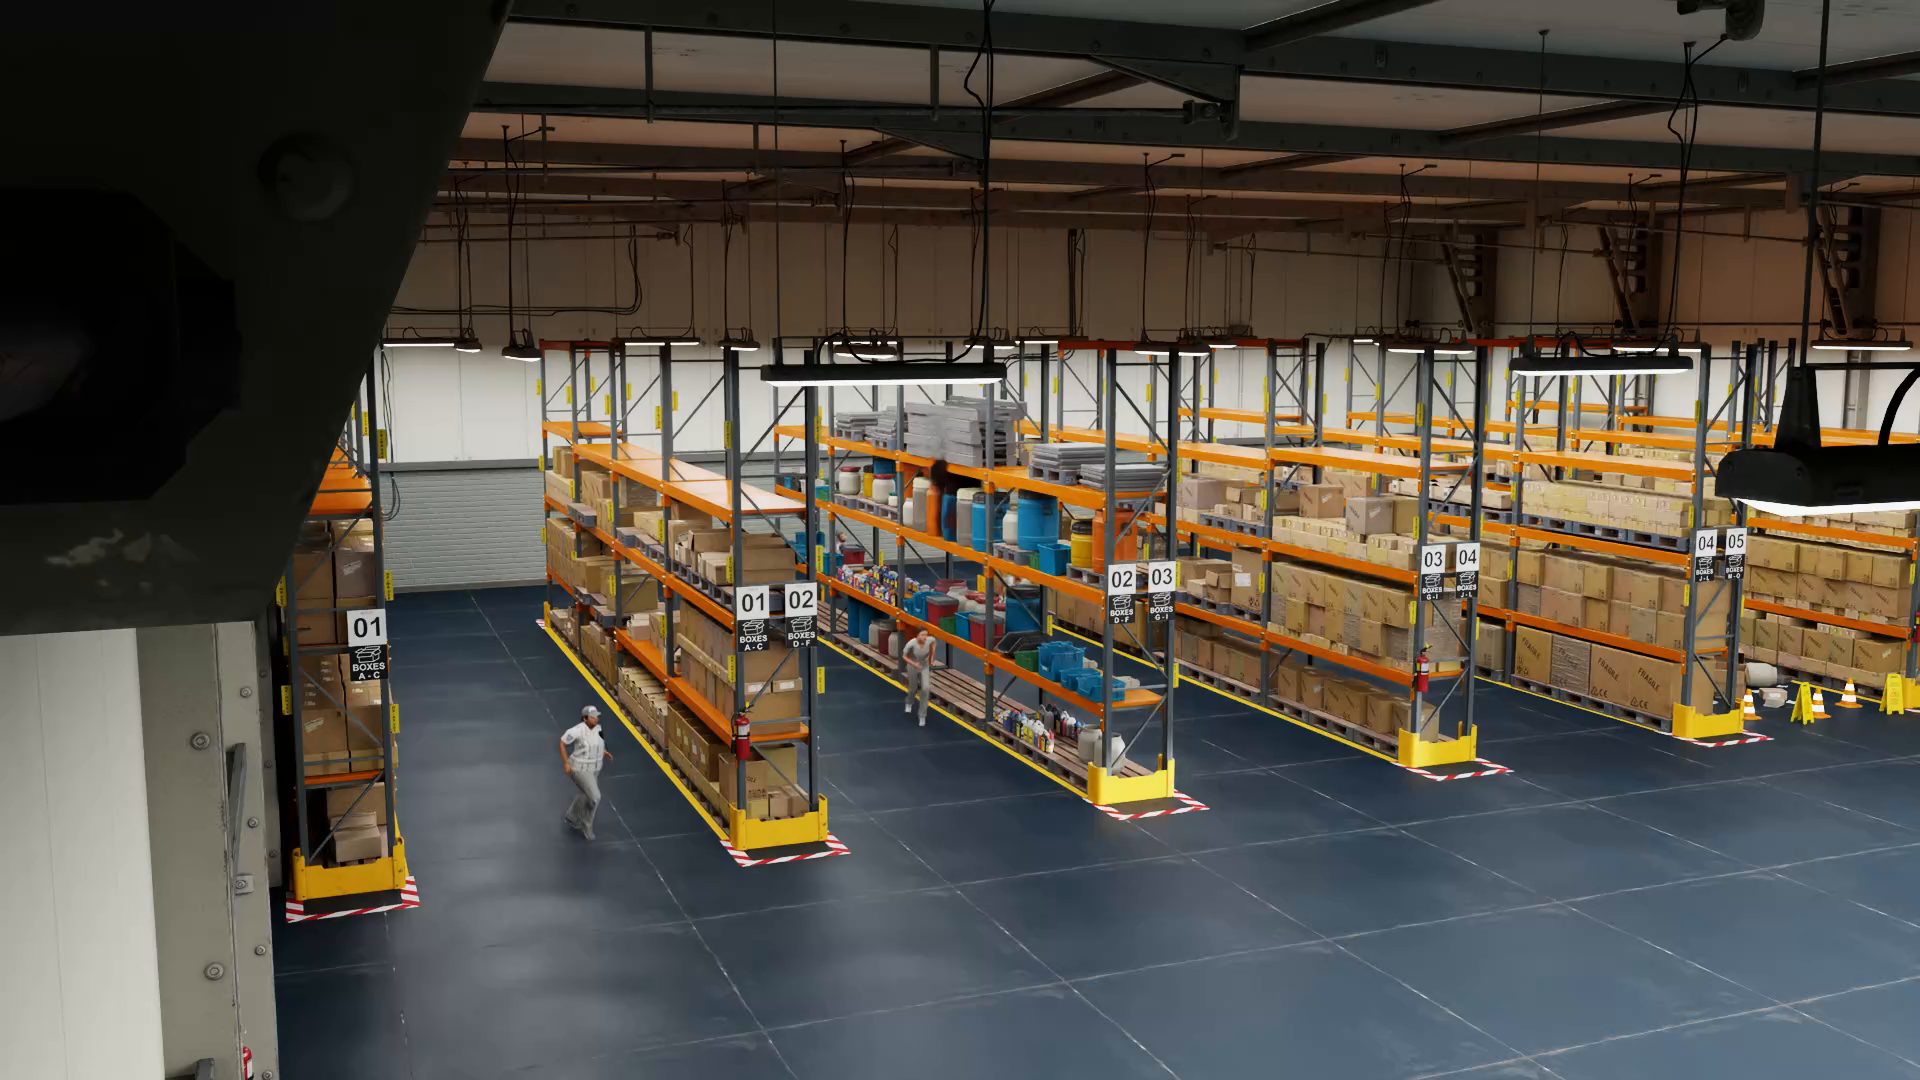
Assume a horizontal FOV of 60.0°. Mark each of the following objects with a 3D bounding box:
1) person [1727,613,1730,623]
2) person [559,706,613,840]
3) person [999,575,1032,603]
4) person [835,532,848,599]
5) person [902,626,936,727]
[{"bbox_3d":[15.648,1.207,33.340,0.591,1.618,0.688,-5,9,-32],"label":"person"},{"bbox_3d":[-4.643,2.867,20.591,0.802,1.683,0.549,4,9,30],"label":"person"},{"bbox_3d":[1.085,1.297,32.121,0.633,1.711,0.970,-1,8,-10],"label":"person"},{"bbox_3d":[-2.617,0.630,37.743,0.821,1.642,0.636,5,9,32],"label":"person"},{"bbox_3d":[-0.688,2.123,26.609,0.603,1.609,0.969,-3,8,-19],"label":"person"}]
